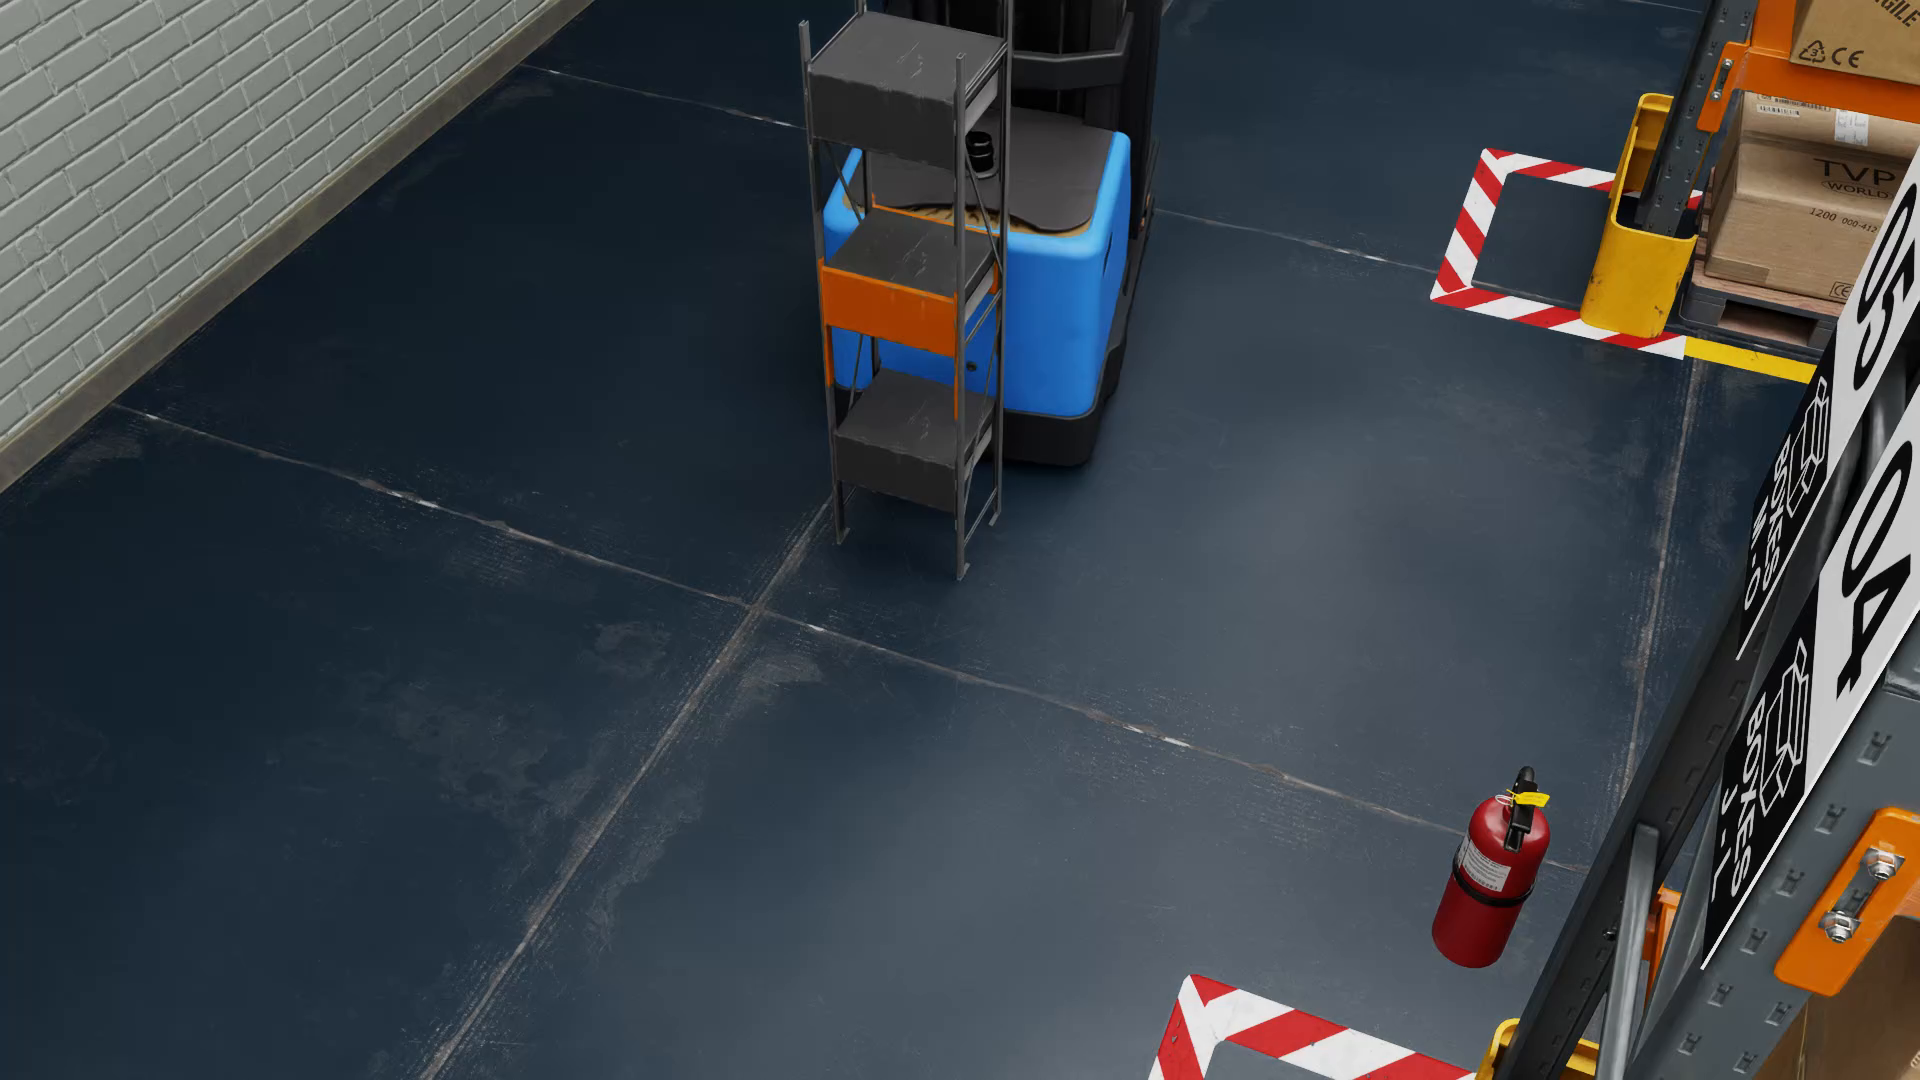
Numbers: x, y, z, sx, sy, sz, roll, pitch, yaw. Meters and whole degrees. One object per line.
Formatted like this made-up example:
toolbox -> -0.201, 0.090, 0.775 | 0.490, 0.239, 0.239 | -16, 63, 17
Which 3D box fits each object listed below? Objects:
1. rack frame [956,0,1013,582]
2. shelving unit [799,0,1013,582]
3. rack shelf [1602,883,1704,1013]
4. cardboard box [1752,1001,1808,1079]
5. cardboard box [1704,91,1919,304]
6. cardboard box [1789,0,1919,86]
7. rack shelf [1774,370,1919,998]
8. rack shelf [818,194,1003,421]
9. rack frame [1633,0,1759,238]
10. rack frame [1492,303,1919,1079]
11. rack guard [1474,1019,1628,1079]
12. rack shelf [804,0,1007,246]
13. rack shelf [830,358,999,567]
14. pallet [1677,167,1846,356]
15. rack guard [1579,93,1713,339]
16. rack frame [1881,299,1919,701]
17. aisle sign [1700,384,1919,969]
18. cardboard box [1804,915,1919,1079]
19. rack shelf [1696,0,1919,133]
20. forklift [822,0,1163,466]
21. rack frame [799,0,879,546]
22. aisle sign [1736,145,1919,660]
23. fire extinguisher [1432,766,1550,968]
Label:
rack frame -> 0.072, -0.723, 5.488 | 0.015, 2.100, 0.400 | 16, 47, 16
shelving unit -> -0.153, -0.789, 5.555 | 0.503, 2.100, 0.431 | 16, 47, 16
rack shelf -> 3.110, 1.719, 2.906 | 4.000, 0.370, 1.077 | 16, 47, 16
cardboard box -> 1.572, 1.081, 2.755 | 0.500, 0.500, 0.500 | 19, 48, 18
cardboard box -> 3.725, -1.456, 7.105 | 0.875, 0.438, 0.875 | 15, 47, 15
cardboard box -> 3.409, -2.047, 6.110 | 0.500, 0.500, 0.500 | 16, 47, 16
rack shelf -> 3.110, 0.655, 1.848 | 4.000, 0.370, 1.077 | 16, 47, 16
rack shelf -> -0.153, -0.780, 5.564 | 0.480, 0.518, 0.431 | 16, 47, 16
rack frame -> 3.077, -2.329, 6.464 | 0.127, 3.000, 1.000 | 16, 47, 16
rack frame -> 1.264, 0.920, 3.198 | 0.127, 3.000, 1.000 | 16, 47, 16
rack guard -> 1.335, 1.827, 4.059 | 0.348, 0.500, 1.175 | 16, 47, 16
rack shelf -> -0.153, -1.276, 5.070 | 0.480, 0.518, 0.431 | 16, 47, 16
rack shelf -> -0.153, -0.283, 6.058 | 0.480, 0.518, 0.431 | 16, 47, 16
pallet -> 3.845, -1.175, 7.281 | 1.213, 0.211, 1.003 | 16, 47, 16
rack guard -> 3.055, -1.450, 7.353 | 0.348, 0.500, 1.175 | 16, 47, 16
rack frame -> 1.264, -1.206, 1.082 | 0.127, 3.000, 1.000 | 16, 47, 16
aisle sign -> 1.082, 0.174, 2.105 | 0.004, 0.787, 0.394 | 16, 47, 16
cardboard box -> 1.577, 0.720, 2.409 | 0.500, 0.500, 0.500 | 16, 47, 16
rack shelf -> 4.923, -1.531, 6.172 | 4.000, 0.370, 1.077 | 16, 47, 16
forklift -> 0.288, -2.380, 6.564 | 1.130, 2.935, 3.031 | 8, 45, 8
rack frame -> -0.378, -0.856, 5.621 | 0.015, 2.100, 0.400 | 16, 47, 16
aisle sign -> 1.313, -0.216, 2.498 | 0.004, 0.787, 0.394 | 16, 47, 16
fire extinguisher -> 1.210, 0.711, 3.728 | 0.183, 0.674, 0.296 | 16, 47, 16
